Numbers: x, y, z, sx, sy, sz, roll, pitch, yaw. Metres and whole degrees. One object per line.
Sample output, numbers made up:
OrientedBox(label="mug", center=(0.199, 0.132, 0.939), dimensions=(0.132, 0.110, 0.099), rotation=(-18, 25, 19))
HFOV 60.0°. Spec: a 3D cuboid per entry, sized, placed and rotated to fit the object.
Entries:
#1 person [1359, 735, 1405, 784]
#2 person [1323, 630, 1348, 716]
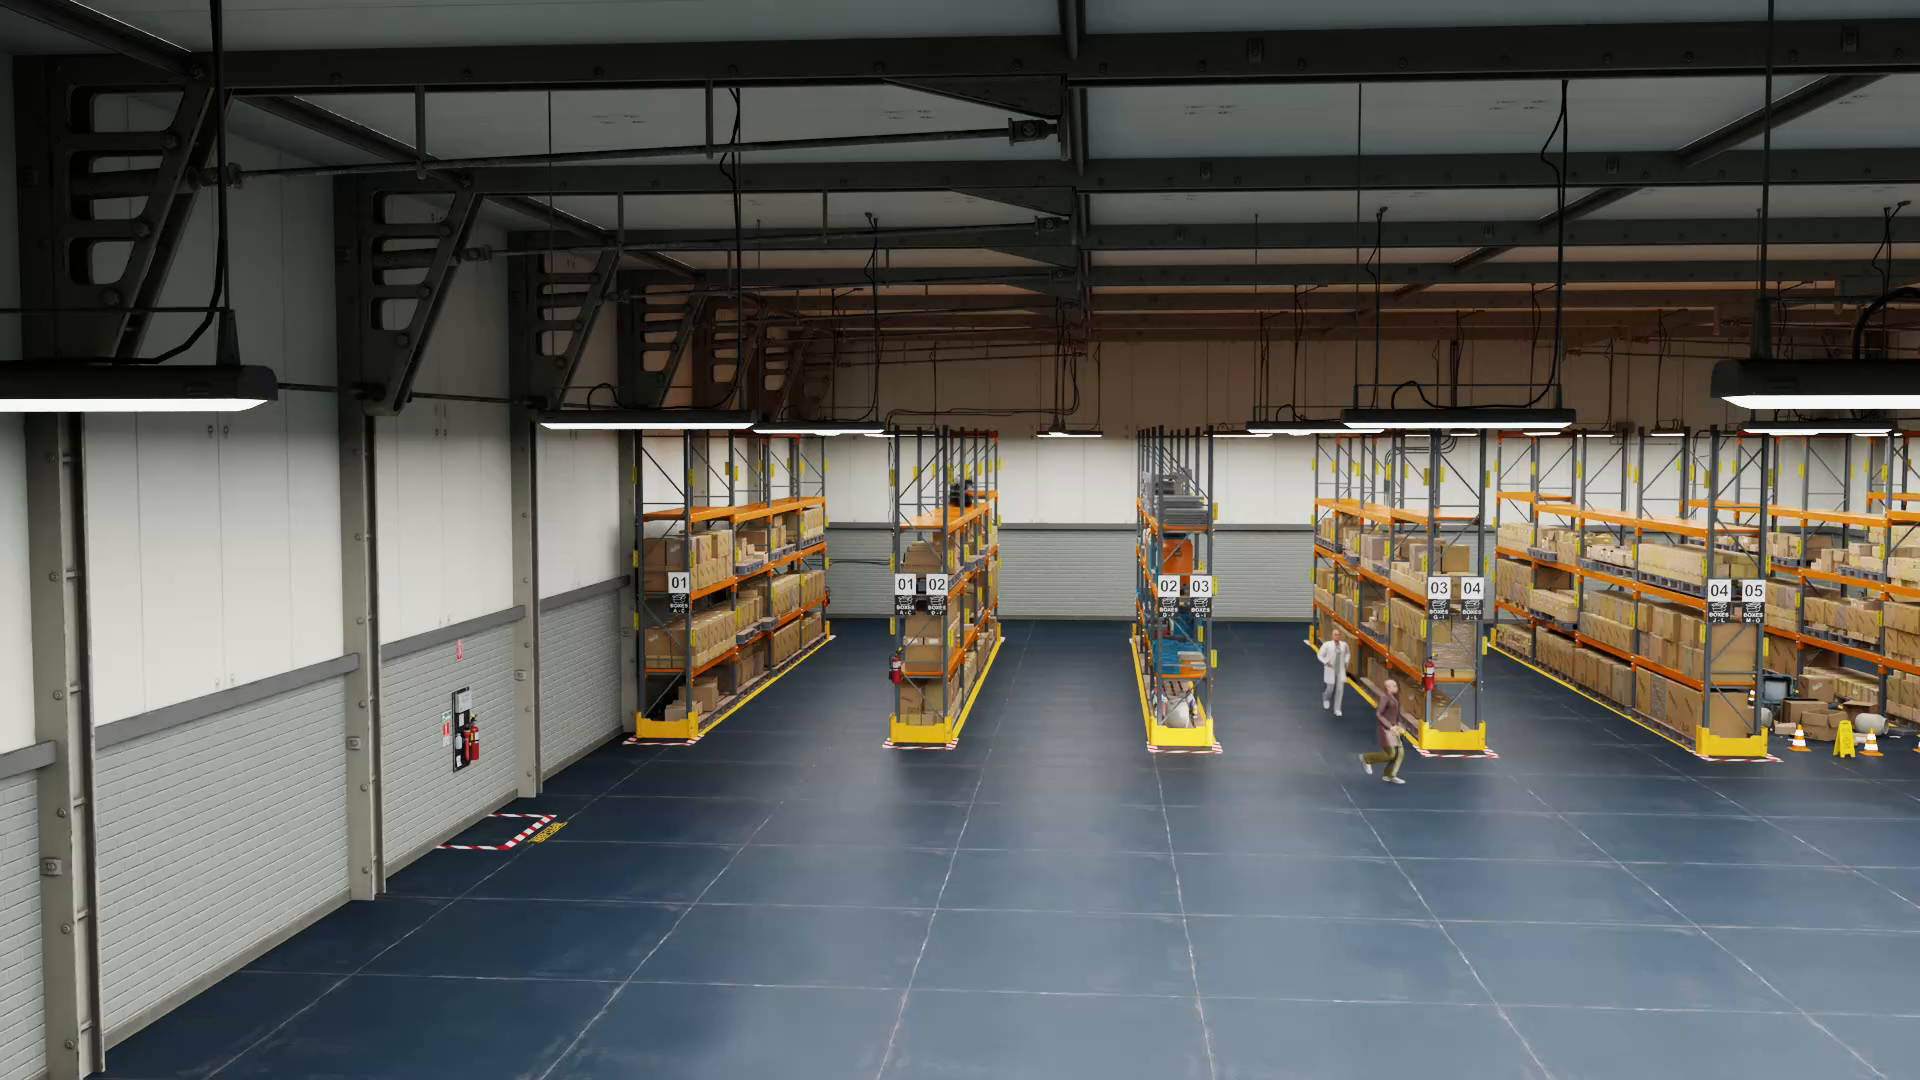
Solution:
OrientedBox(label="person", center=(7.057, 3.528, 27.854), dimensions=(0.704, 1.007, 0.341), rotation=(2, 4, 32))
OrientedBox(label="person", center=(7.828, 2.745, 34.710), dimensions=(0.688, 1.755, 0.913), rotation=(0, 3, -4))
